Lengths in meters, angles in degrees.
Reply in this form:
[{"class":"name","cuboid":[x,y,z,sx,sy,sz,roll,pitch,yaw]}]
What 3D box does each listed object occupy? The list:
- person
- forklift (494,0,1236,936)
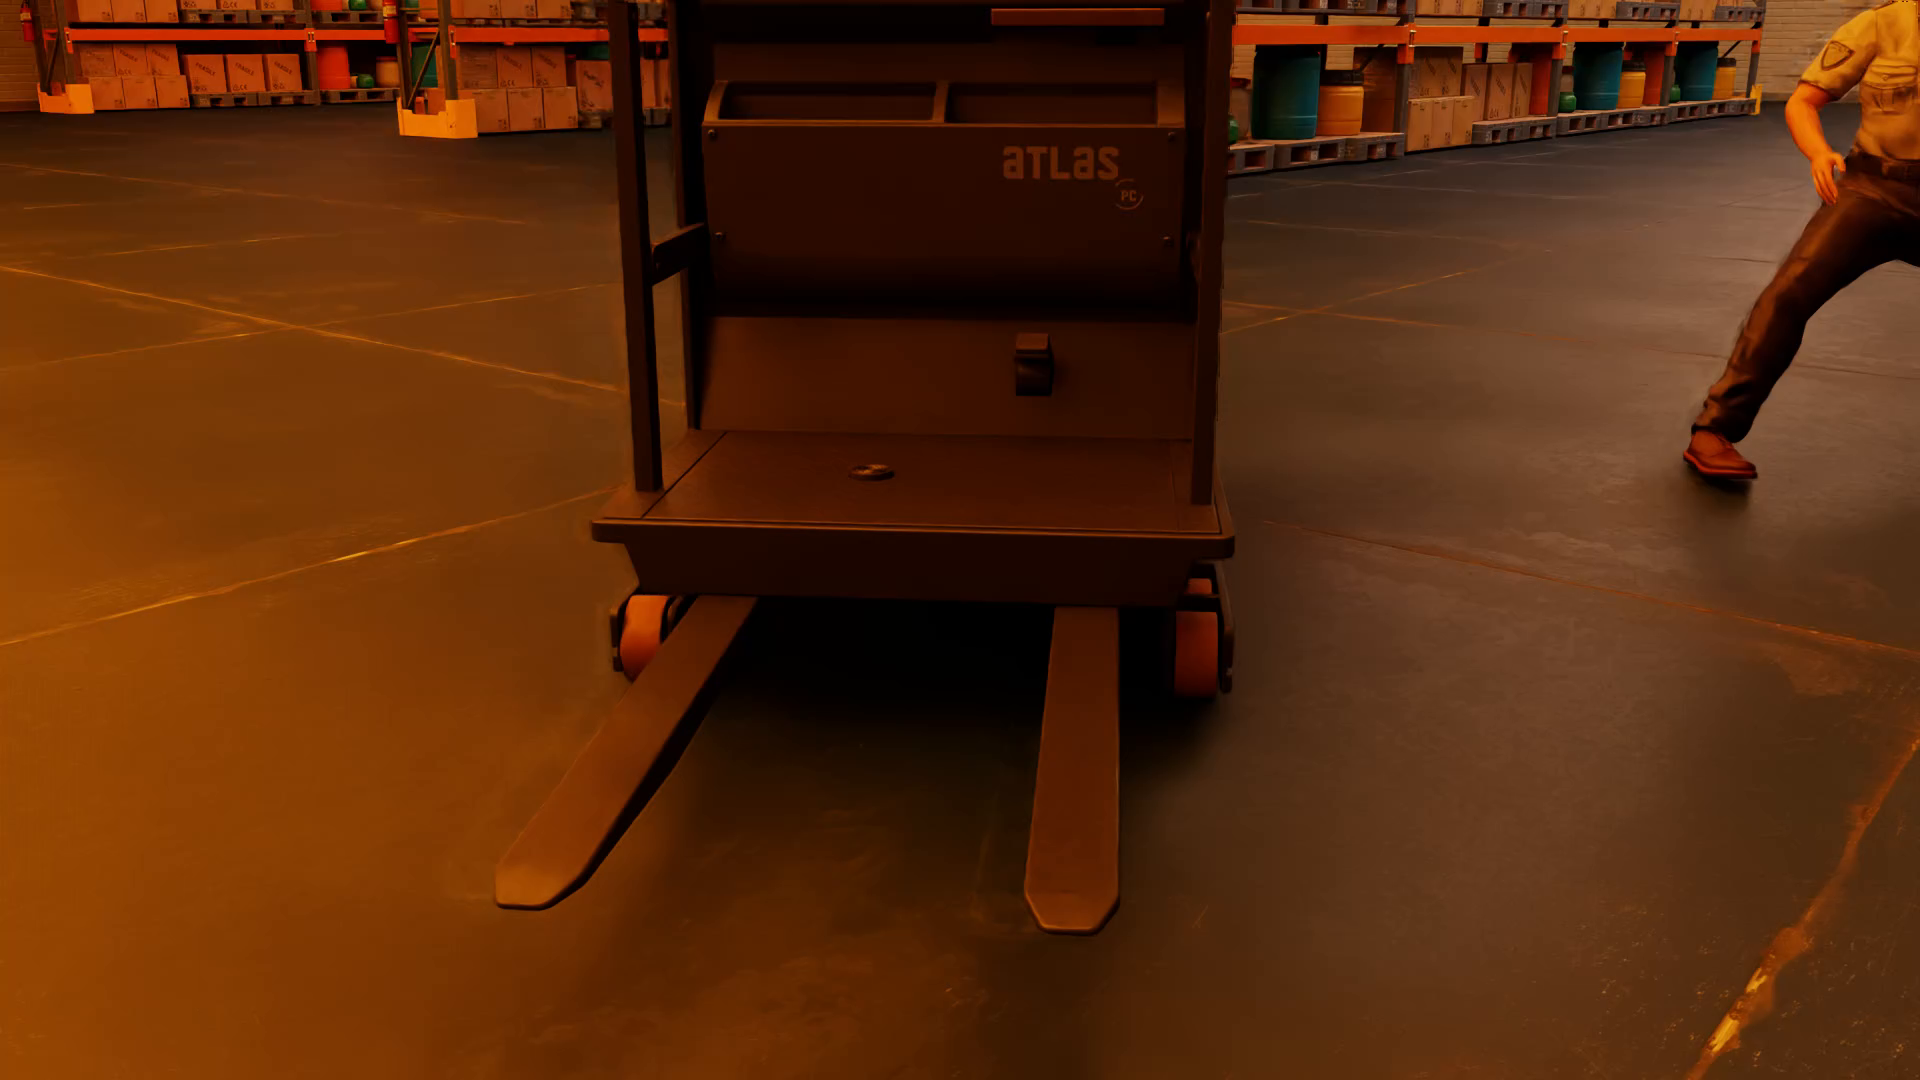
[{"class":"person","cuboid":[2.621,-0.897,4.429,1.141,1.485,0.946,6,18,20]},{"class":"forklift","cuboid":[-0.048,-1.215,2.898,1.130,2.935,3.031,2,17,5]}]
